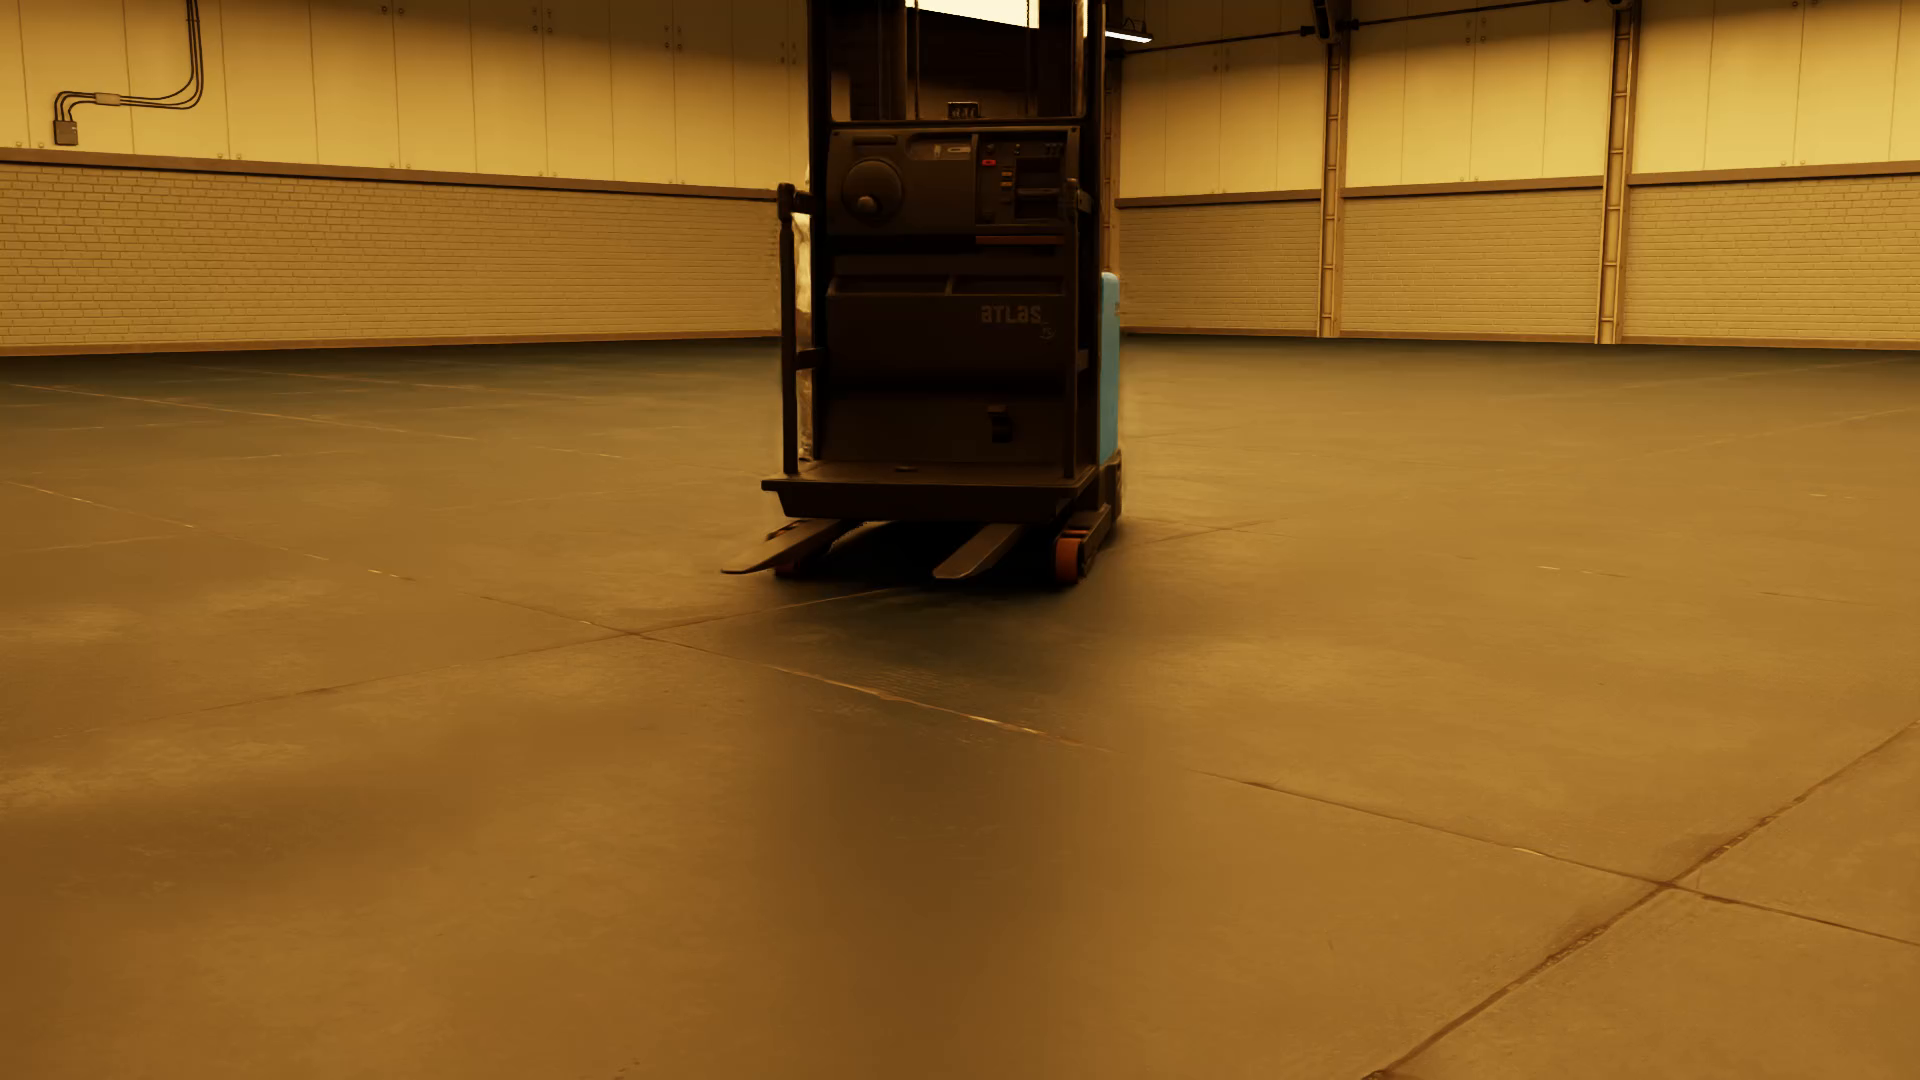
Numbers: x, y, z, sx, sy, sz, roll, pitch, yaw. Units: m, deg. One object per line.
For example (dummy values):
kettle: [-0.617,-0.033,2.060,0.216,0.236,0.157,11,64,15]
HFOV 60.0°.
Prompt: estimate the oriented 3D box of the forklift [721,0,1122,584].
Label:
forklift: [-0.064,-1.354,5.866,1.130,2.935,3.031,2,9,10]

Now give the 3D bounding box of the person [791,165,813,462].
person: [-0.760,-1.349,9.736,0.579,1.769,0.466,-2,9,-14]
